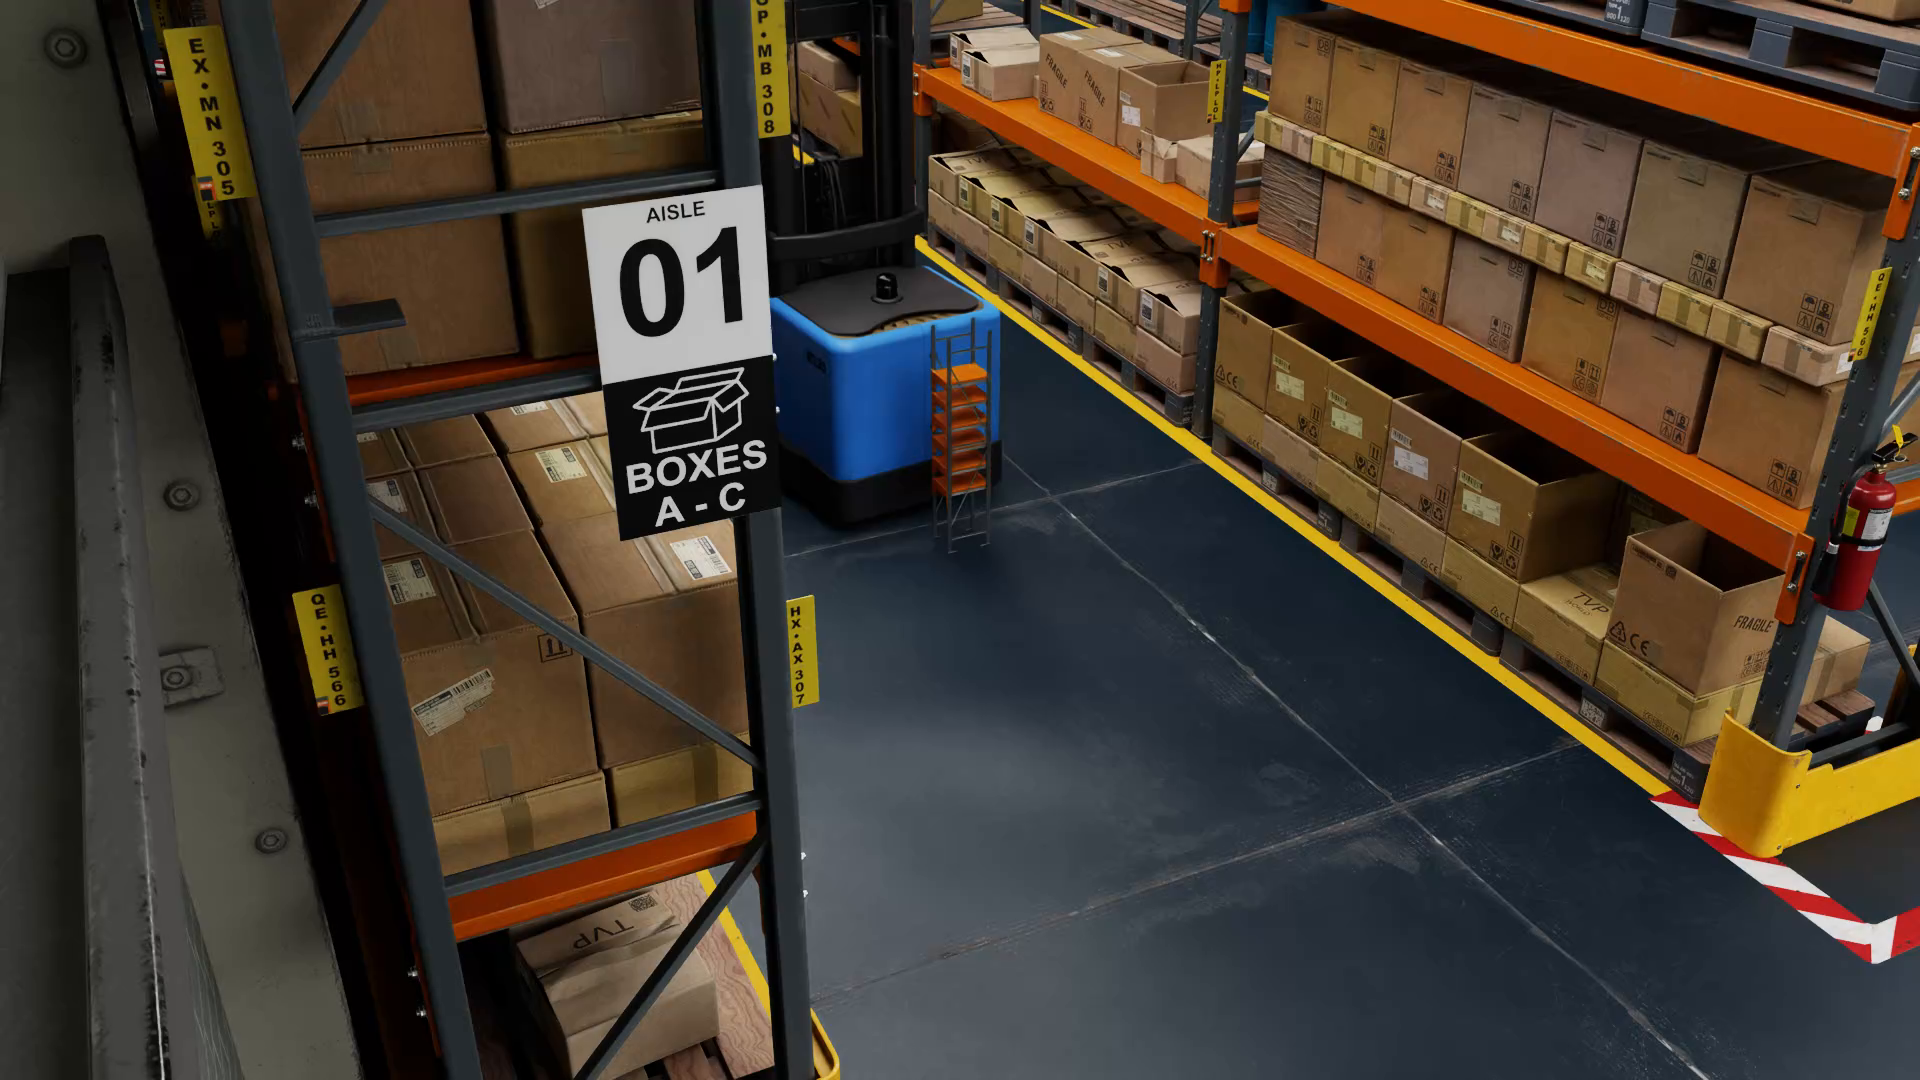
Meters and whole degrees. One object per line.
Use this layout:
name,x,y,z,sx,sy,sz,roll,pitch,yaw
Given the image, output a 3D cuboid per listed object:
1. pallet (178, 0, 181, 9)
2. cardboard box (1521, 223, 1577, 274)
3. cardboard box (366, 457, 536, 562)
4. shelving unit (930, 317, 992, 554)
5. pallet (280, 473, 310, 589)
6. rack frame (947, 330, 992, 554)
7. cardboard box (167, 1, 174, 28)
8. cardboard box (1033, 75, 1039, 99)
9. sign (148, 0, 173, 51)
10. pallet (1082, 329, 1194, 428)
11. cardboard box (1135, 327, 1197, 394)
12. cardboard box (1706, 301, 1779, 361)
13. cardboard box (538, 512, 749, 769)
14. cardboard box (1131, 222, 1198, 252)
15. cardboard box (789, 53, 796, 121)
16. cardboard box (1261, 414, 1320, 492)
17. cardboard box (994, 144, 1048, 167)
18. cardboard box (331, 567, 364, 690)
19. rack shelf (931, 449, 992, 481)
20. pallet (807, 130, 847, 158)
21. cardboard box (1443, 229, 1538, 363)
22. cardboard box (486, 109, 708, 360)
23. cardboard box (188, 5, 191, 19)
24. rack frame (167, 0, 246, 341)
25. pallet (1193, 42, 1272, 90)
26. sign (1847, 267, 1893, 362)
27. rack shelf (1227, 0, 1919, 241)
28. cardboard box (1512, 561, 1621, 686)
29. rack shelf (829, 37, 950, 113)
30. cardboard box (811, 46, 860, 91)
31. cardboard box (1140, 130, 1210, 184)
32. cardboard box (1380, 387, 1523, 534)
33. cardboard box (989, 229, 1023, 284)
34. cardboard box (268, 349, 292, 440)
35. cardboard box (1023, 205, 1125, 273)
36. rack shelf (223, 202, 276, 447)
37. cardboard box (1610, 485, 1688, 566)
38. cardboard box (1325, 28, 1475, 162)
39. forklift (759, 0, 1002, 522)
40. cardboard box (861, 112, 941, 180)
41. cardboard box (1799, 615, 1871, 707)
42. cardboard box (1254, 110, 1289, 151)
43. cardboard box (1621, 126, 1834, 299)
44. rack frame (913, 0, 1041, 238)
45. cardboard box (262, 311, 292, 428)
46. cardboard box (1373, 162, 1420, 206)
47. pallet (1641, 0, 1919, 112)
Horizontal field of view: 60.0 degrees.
pallet,-2.792,-2.505,7.275,1.213,0.211,1.003,-13,32,-22
cardboard box,2.673,-1.285,7.210,0.380,0.149,0.250,-12,32,-21
cardboard box,-1.507,0.125,4.826,0.500,0.500,0.500,-13,32,-21
shelving unit,0.006,-0.517,8.445,0.258,1.200,0.189,-13,32,-22
pallet,-2.959,-0.111,8.732,1.003,0.211,1.213,-13,32,-22
rack frame,0.045,-0.477,8.373,0.240,1.200,0.006,-13,32,-22
cardboard box,-4.769,-3.405,10.563,0.500,0.250,0.500,-12,31,-21
cardboard box,0.730,-3.131,11.524,0.380,0.149,0.250,-11,31,-18
sign,-4.840,-3.137,10.094,0.100,0.325,0.005,-13,32,-22
pallet,1.498,-1.126,10.542,1.003,0.211,1.213,-13,32,-22
cardboard box,1.409,-1.131,10.083,0.500,0.250,0.500,-13,32,-22
cardboard box,3.117,-0.829,6.396,0.380,0.149,0.250,-12,32,-21
cardboard box,-0.839,0.239,4.623,0.500,0.500,0.500,-13,32,-22
cardboard box,1.463,-1.939,10.950,0.500,0.311,0.500,-14,32,-24
cardboard box,-1.359,-4.163,15.212,0.500,0.500,0.500,-13,32,-21
cardboard box,1.985,-0.519,8.990,0.500,0.250,0.500,-13,32,-22
cardboard box,0.579,-2.841,12.558,0.500,0.311,0.500,-12,32,-21
cardboard box,-1.734,0.226,5.413,0.500,0.250,0.500,-13,32,-22
rack shelf,0.006,-0.374,8.526,0.258,0.103,0.180,-13,32,-22
pallet,-0.674,-3.452,14.690,1.003,0.211,1.213,-13,32,-22
cardboard box,2.711,-1.194,7.710,0.700,0.500,0.500,-12,31,-21
cardboard box,-0.824,-0.777,3.880,0.500,0.500,0.500,-12,32,-21
cardboard box,-1.986,-1.395,4.982,0.500,0.500,0.500,-11,31,-19
rack frame,-4.340,-2.750,10.588,1.000,3.000,0.127,-13,32,-22
pallet,3.184,-5.032,17.507,1.003,0.211,1.213,-13,32,-22
sign,3.070,-0.759,5.610,0.100,0.325,0.005,-13,32,-22
rack shelf,2.708,-2.136,7.161,1.077,0.370,4.000,-13,32,-22
cardboard box,2.844,0.365,7.415,0.500,0.250,0.500,-13,32,-22
rack shelf,-0.727,-4.362,14.197,1.077,0.370,4.000,-13,32,-22
cardboard box,-0.952,-4.060,14.262,0.500,0.250,0.500,-14,32,-23
cardboard box,1.306,-2.316,9.951,0.396,0.266,0.258,-14,32,-23
cardboard box,2.411,-0.403,8.018,0.500,0.500,0.500,-13,32,-22
cardboard box,0.537,-2.033,11.690,0.500,0.250,0.500,-14,32,-23
cardboard box,-2.615,-0.674,7.018,0.500,0.250,0.500,-13,32,-21
cardboard box,0.763,-2.045,11.138,0.500,0.311,0.500,-13,32,-23
rack shelf,-3.482,-1.553,9.188,1.077,0.370,4.000,-13,32,-22
cardboard box,3.321,-0.073,7.429,0.500,0.500,0.500,-13,32,-22
cardboard box,2.264,-2.217,8.208,0.700,0.500,0.500,-13,32,-22
forklift,-0.965,-2.055,9.417,1.130,2.935,3.031,-17,33,-27
cardboard box,-0.481,-3.258,13.598,0.500,0.500,0.500,-12,31,-20
cardboard box,3.537,0.474,7.219,0.500,0.250,0.500,-13,32,-22
cardboard box,1.790,-2.192,8.827,0.380,0.149,0.250,-13,32,-22
cardboard box,3.124,-1.331,6.628,0.700,0.500,0.500,-14,32,-23
rack frame,0.132,-3.792,12.446,1.000,3.000,0.127,-13,32,-22
cardboard box,-2.391,-0.773,6.428,0.500,0.500,0.500,-13,32,-22
cardboard box,2.229,-1.741,8.023,0.380,0.149,0.250,-14,32,-24
pallet,3.286,-1.846,5.998,1.003,0.211,1.213,-13,32,-22
